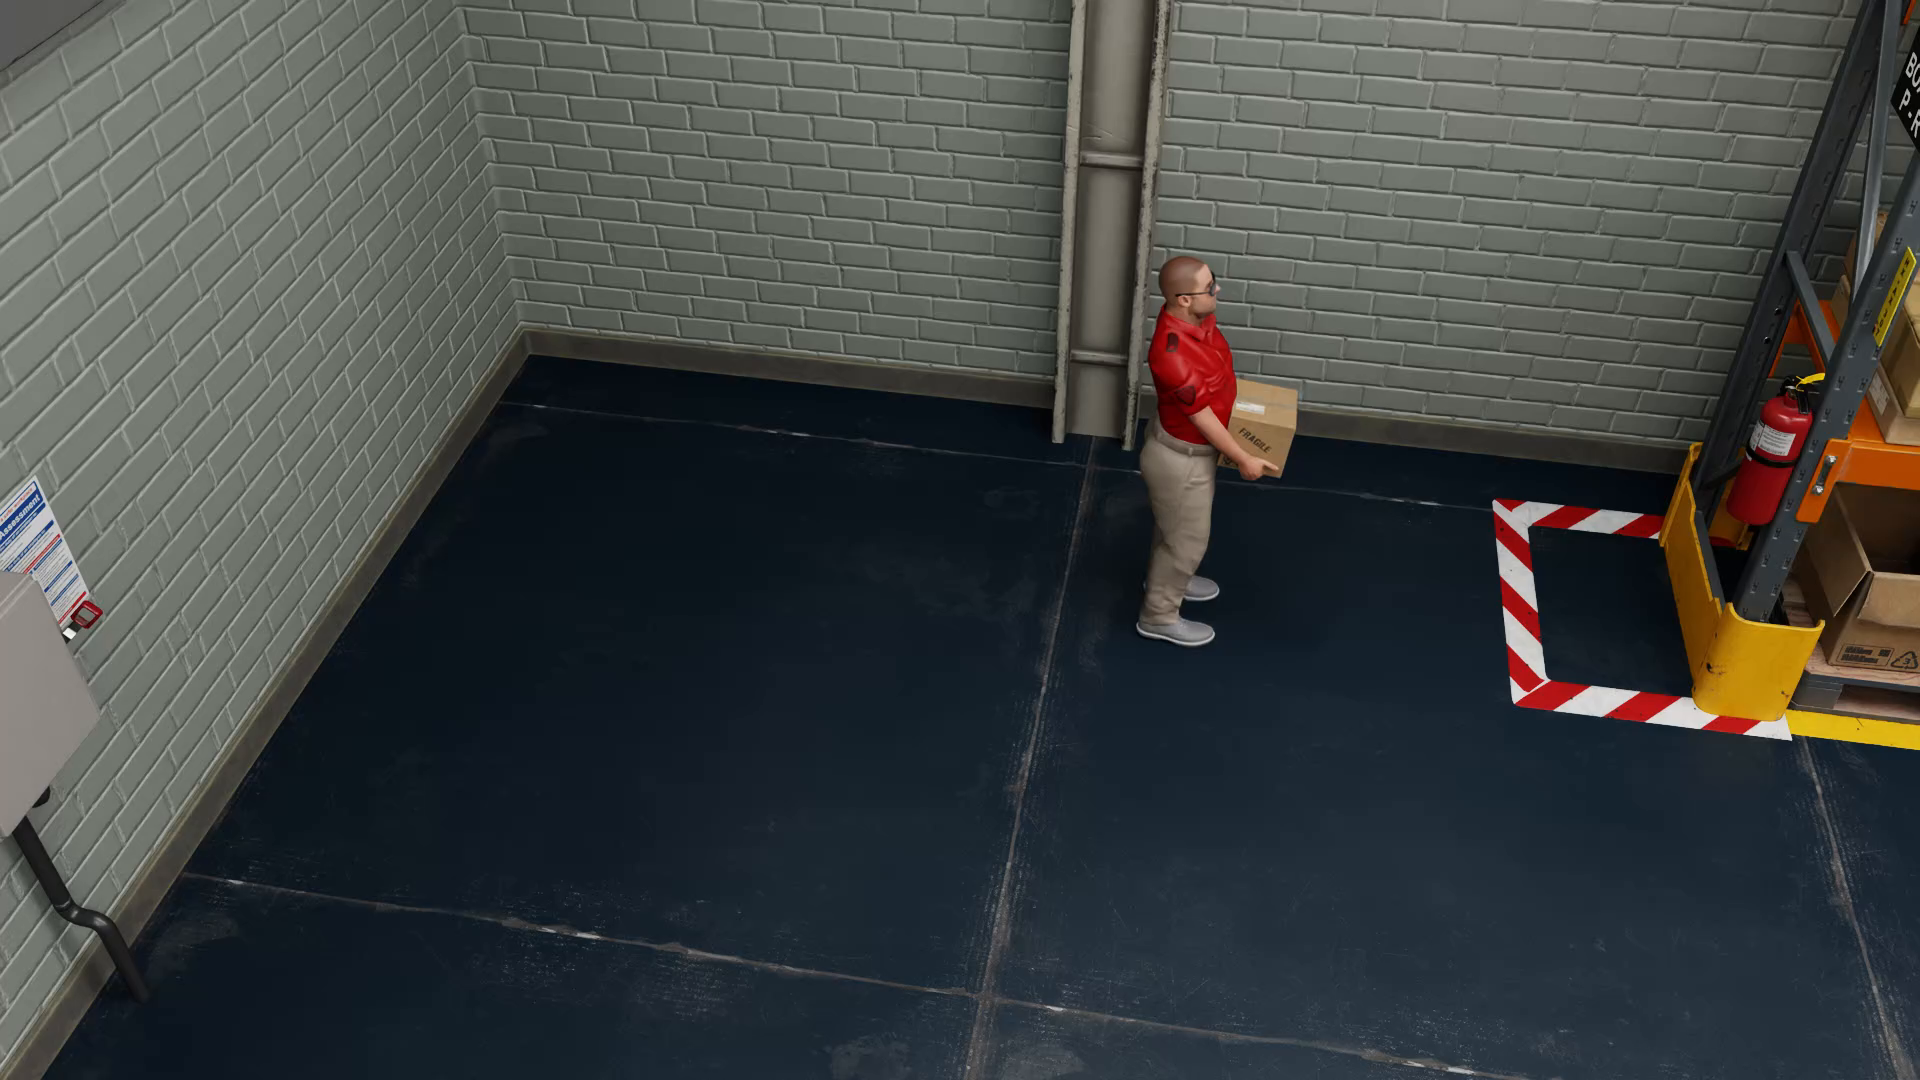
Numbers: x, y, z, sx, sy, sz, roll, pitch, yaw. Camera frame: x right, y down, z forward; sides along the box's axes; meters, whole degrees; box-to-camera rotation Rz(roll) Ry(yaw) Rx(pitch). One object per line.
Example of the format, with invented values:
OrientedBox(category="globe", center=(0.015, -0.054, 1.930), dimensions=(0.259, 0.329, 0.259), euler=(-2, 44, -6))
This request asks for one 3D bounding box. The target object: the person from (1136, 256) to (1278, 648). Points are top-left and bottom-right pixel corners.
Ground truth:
OrientedBox(category="person", center=(0.987, -0.346, 6.588), dimensions=(0.538, 1.713, 0.494), euler=(7, 41, 8))
